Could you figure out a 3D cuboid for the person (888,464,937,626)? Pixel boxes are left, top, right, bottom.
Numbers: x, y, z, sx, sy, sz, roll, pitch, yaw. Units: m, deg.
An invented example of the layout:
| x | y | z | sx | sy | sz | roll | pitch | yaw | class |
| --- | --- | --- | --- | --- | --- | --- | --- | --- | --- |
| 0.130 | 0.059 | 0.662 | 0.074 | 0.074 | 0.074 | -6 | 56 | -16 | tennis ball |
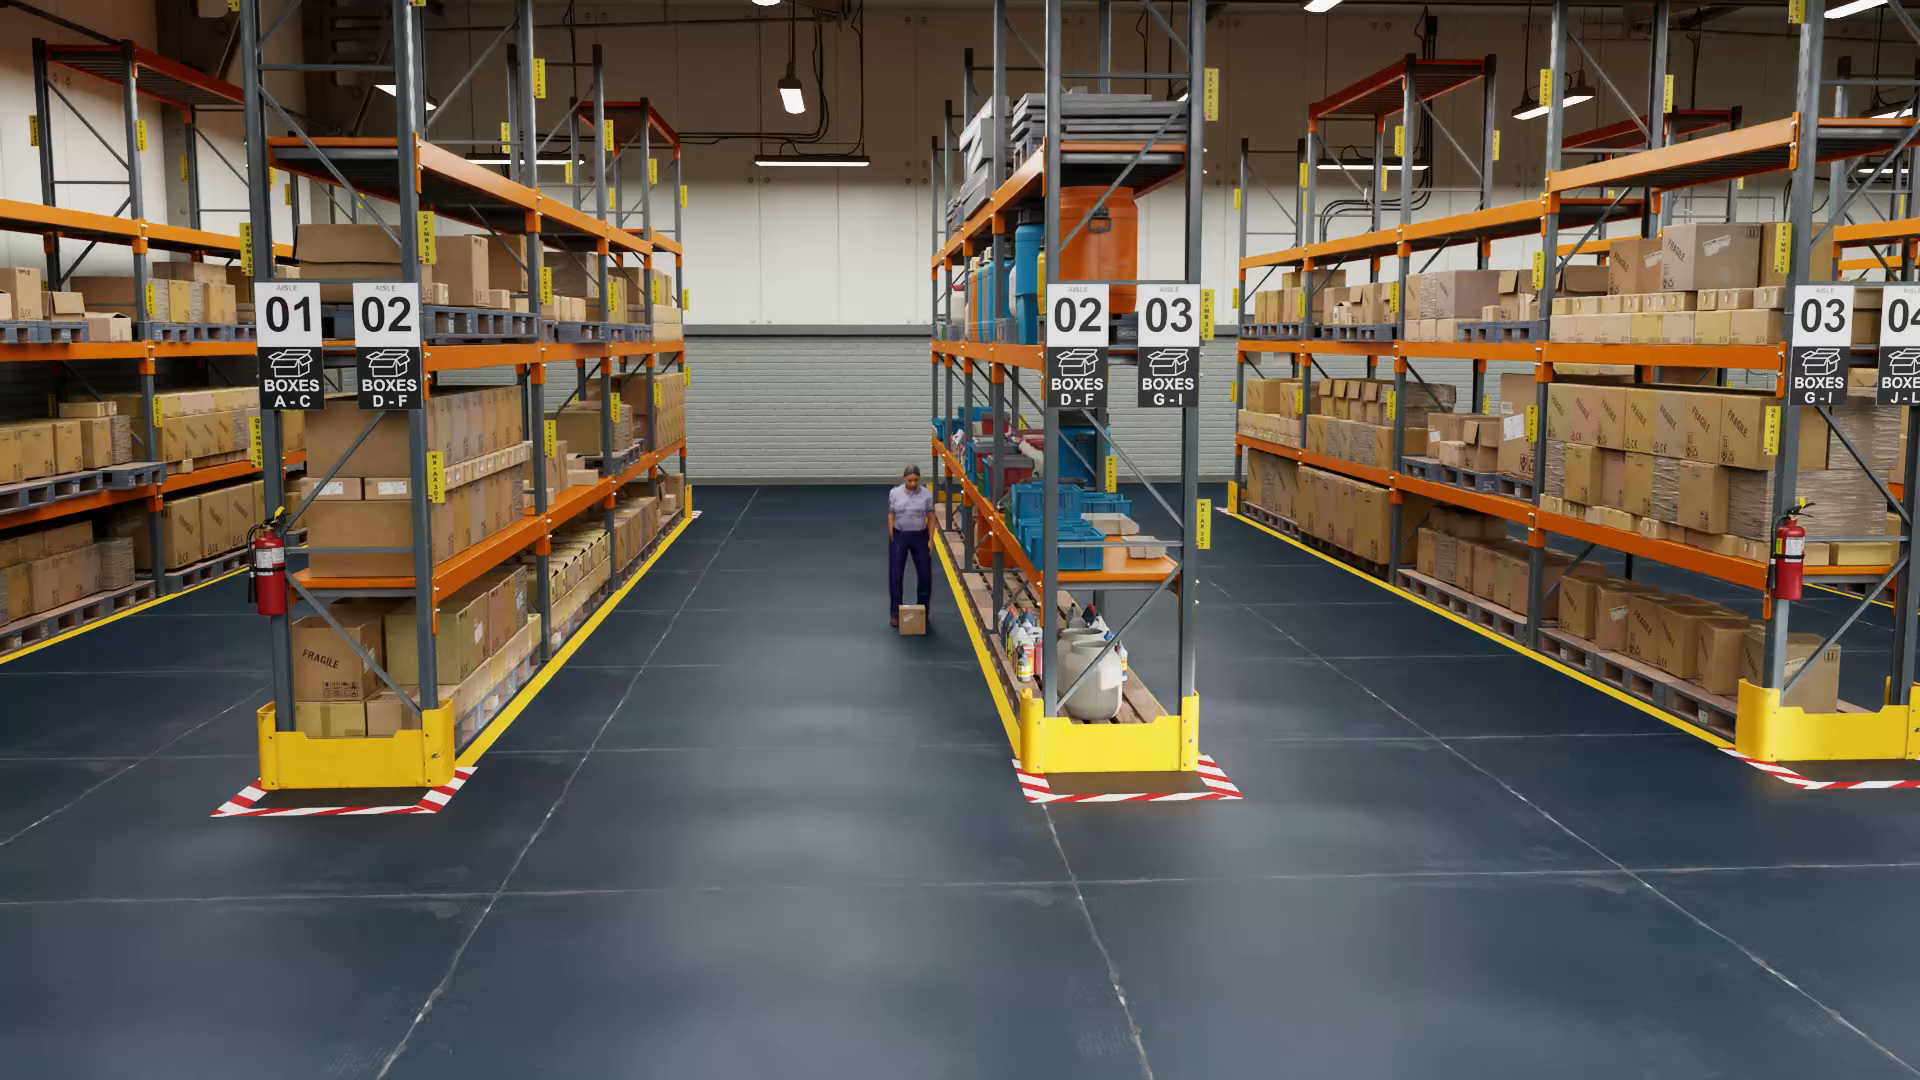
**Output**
| x | y | z | sx | sy | sz | roll | pitch | yaw | class |
| --- | --- | --- | --- | --- | --- | --- | --- | --- | --- |
| -0.478 | 0.045 | 16.609 | 0.489 | 1.621 | 0.372 | 0 | 7 | -2 | person |
